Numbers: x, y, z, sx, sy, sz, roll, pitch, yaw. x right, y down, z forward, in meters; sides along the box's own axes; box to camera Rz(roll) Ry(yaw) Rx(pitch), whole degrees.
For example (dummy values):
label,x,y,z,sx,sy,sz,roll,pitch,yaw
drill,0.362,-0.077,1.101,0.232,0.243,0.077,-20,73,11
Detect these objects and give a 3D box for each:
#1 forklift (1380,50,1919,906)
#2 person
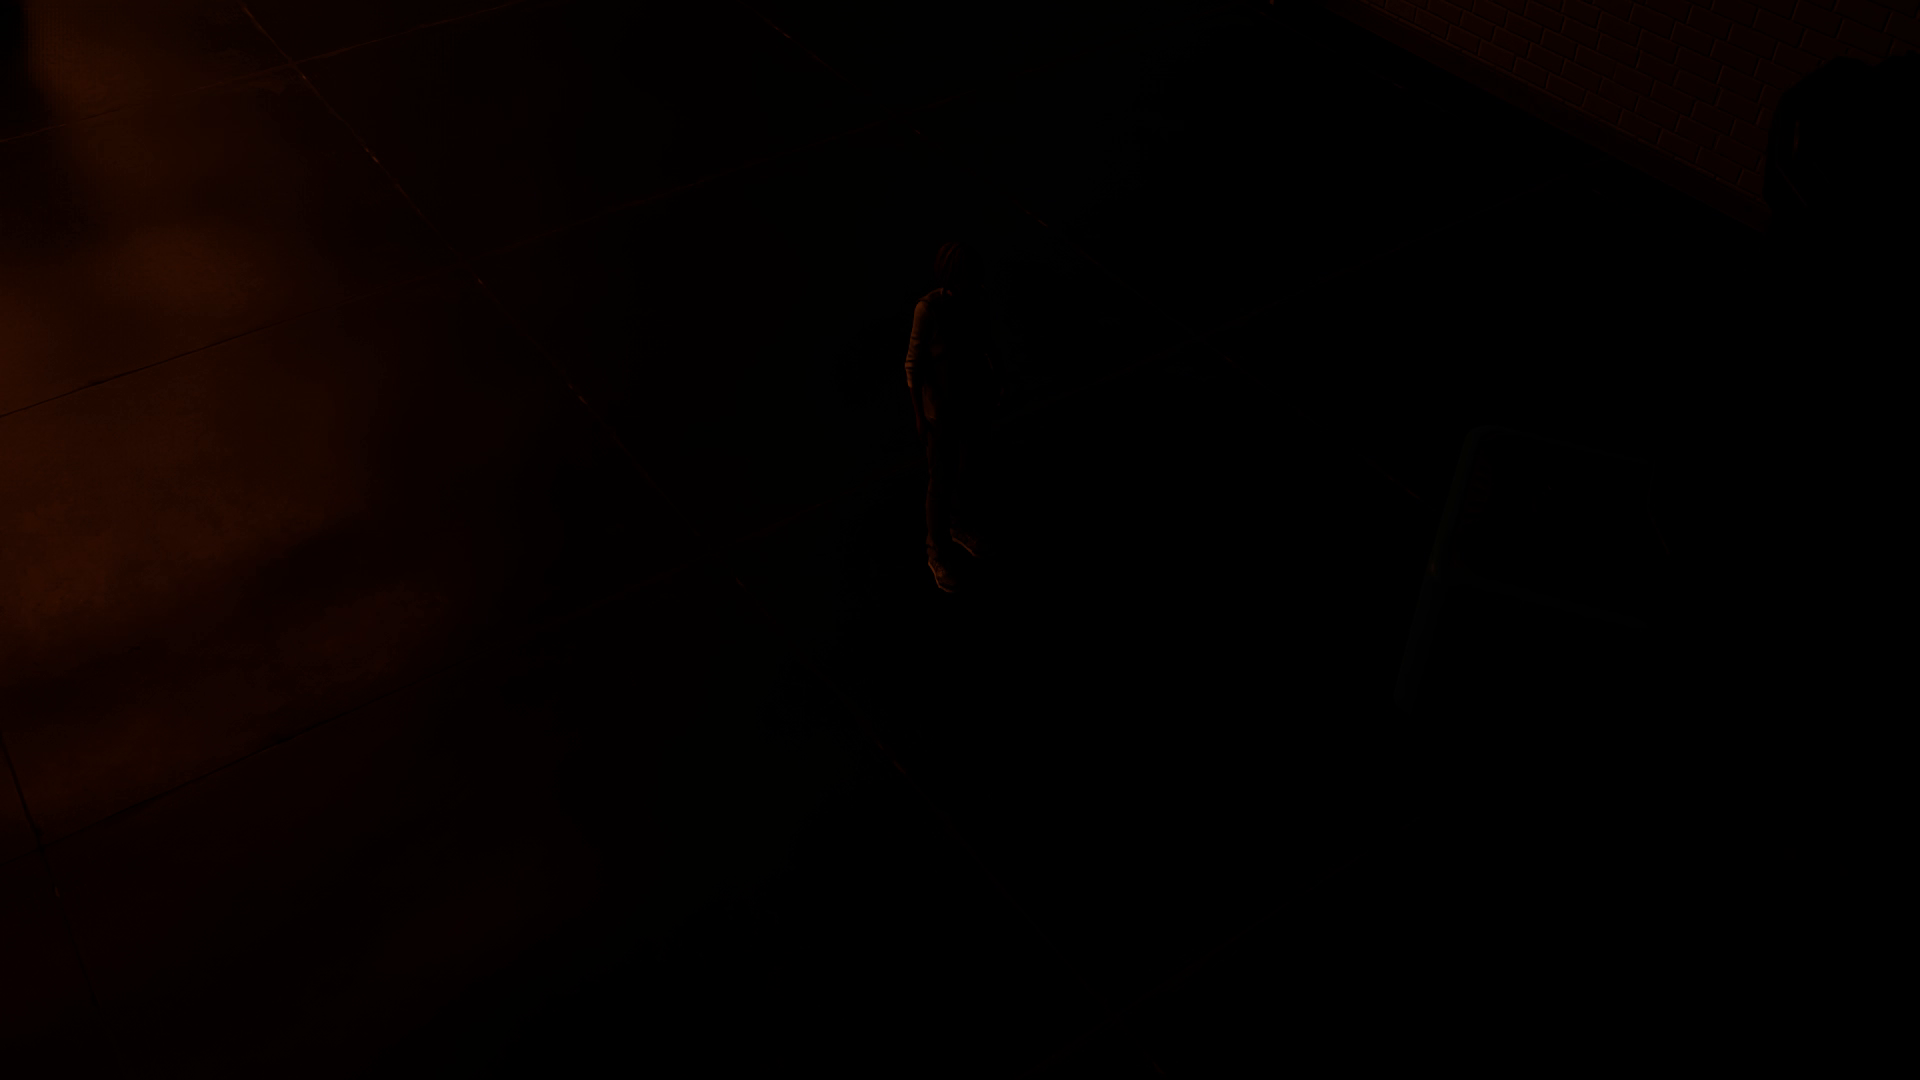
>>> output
label,x,y,z,sx,sy,sz,roll,pitch,yaw
forklift,3.305,-0.097,5.821,3.031,2.935,1.130,16,45,16
person,0.031,-0.546,7.282,0.521,1.596,0.475,-25,48,-25
